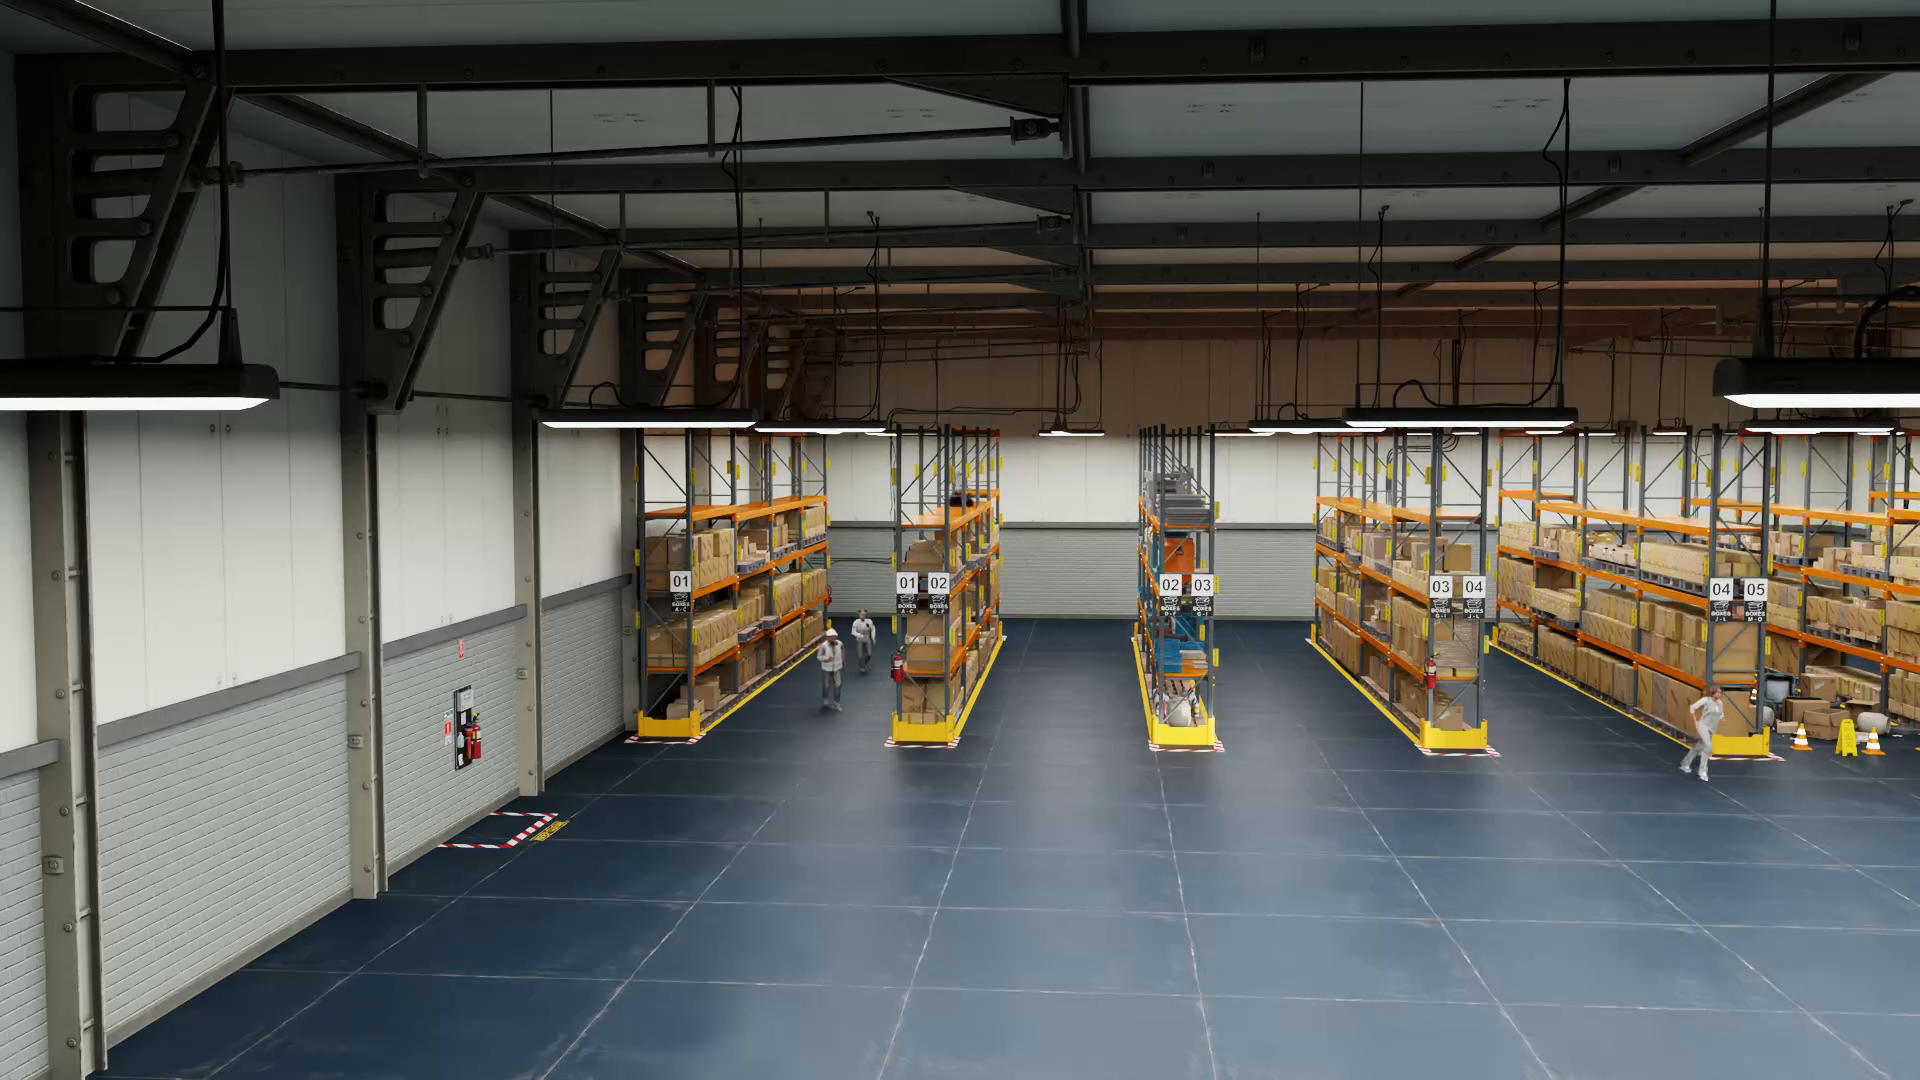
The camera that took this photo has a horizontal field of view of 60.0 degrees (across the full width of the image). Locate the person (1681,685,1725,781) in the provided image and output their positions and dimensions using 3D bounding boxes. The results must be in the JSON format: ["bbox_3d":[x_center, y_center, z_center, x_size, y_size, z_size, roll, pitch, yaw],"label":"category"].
[{"bbox_3d":[12.543,3.210,28.042,0.632,1.549,0.755,-2,4,-24],"label":"person"}]

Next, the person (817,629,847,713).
[{"bbox_3d":[-2.714,2.717,35.042,0.658,1.746,0.973,-1,4,-15],"label":"person"}]

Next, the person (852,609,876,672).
[{"bbox_3d":[-2.356,2.462,40.675,0.606,1.581,0.746,-1,4,-9],"label":"person"}]
